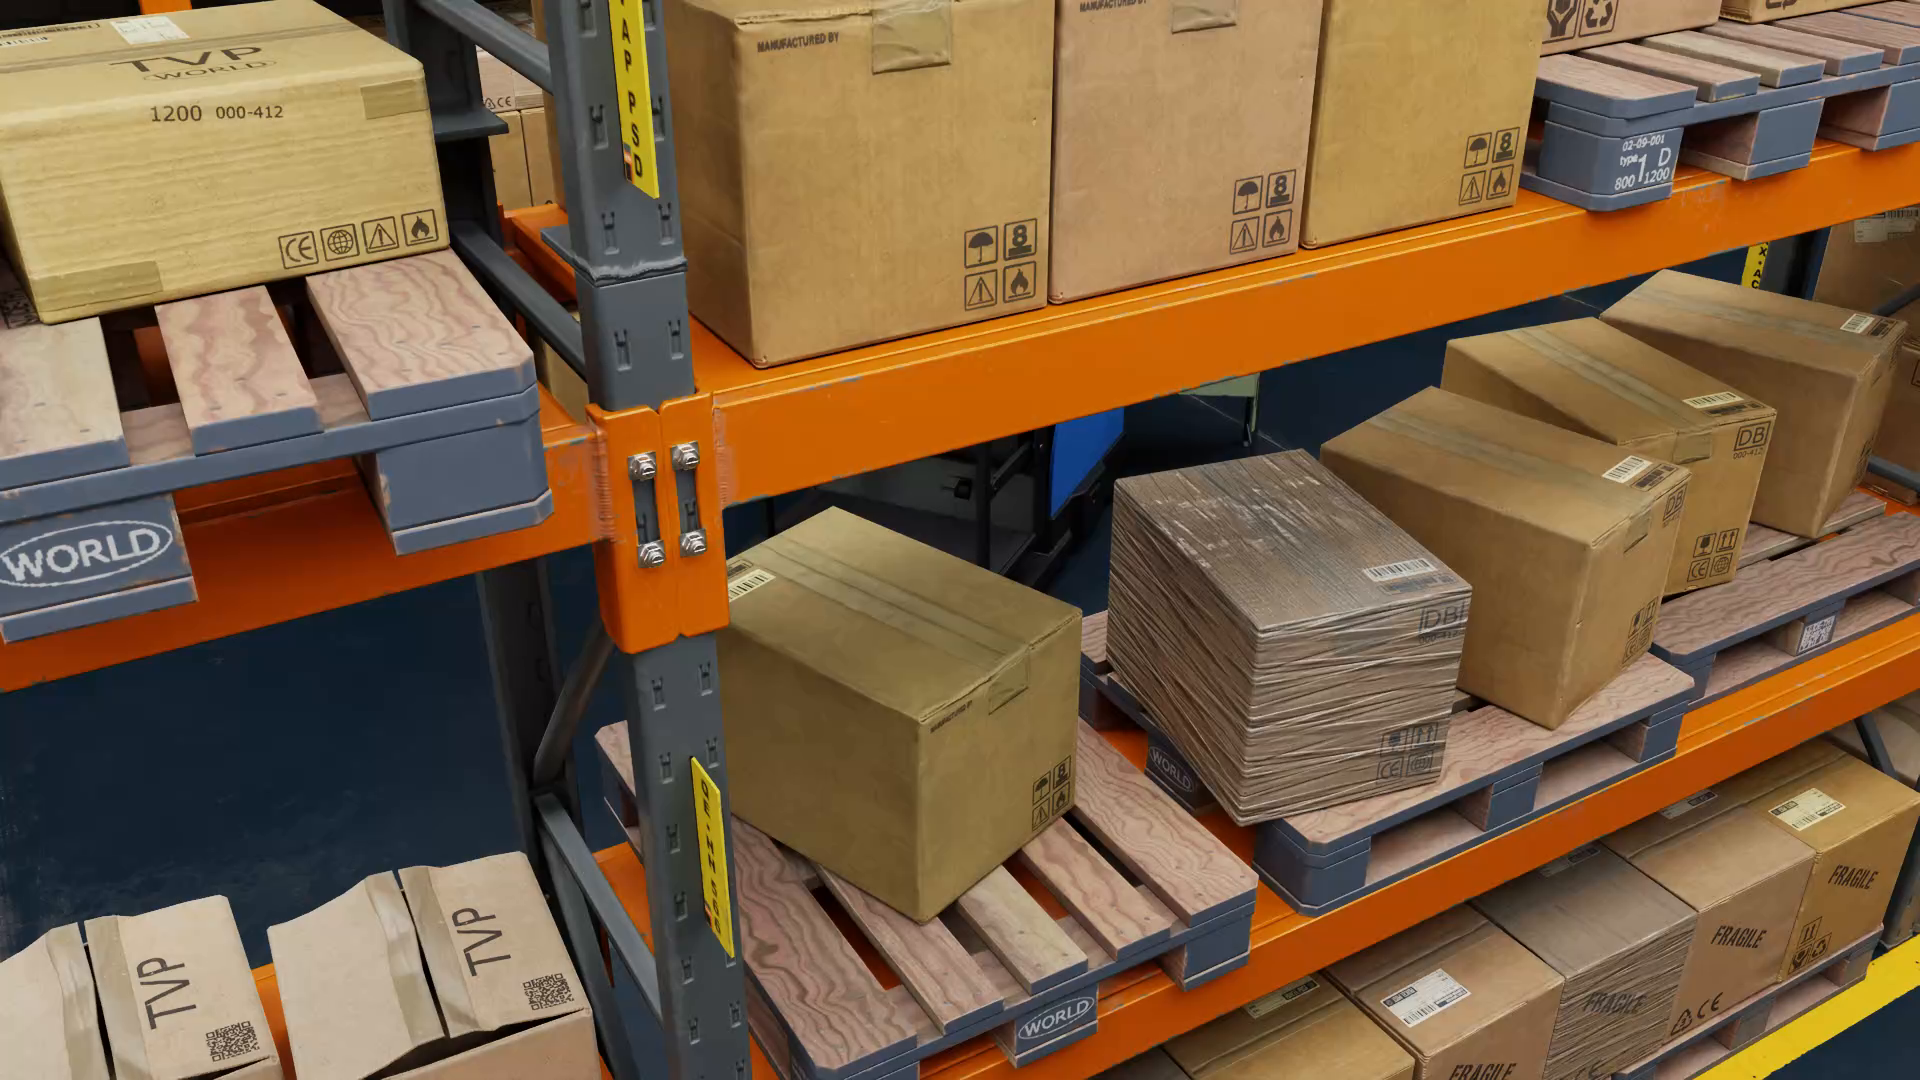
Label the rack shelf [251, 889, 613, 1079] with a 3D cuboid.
[{"bbox_3d":[-2.388,1.572,2.541,4.000,0.370,1.077,-16,33,-26],"label":"rack shelf"}]

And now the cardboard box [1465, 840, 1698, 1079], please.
[{"bbox_3d":[1.641,1.171,4.656,0.500,0.500,0.500,-15,32,-26],"label":"cardboard box"}]

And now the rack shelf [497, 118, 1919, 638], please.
[{"bbox_3d":[1.060,-0.720,3.591,4.000,0.370,1.077,-16,33,-26],"label":"rack shelf"}]

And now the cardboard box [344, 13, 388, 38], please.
[{"bbox_3d":[-2.469,-2.150,7.334,0.500,0.250,0.500,-17,33,-28],"label":"cardboard box"}]

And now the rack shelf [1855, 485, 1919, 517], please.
[{"bbox_3d":[4.509,-0.386,6.090,4.000,0.370,1.077,-16,33,-26],"label":"rack shelf"}]

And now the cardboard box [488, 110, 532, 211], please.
[{"bbox_3d":[-2.172,-1.614,7.139,0.500,0.500,0.500,-15,32,-25],"label":"cardboard box"}]

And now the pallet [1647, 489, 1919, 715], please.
[{"bbox_3d":[2.040,0.023,4.803,1.213,0.211,1.003,-16,33,-26],"label":"pallet"}]

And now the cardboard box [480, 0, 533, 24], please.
[{"bbox_3d":[-2.025,-2.275,7.559,0.500,0.250,0.500,-17,33,-28],"label":"cardboard box"}]

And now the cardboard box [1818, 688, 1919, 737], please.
[{"bbox_3d":[3.132,0.433,5.993,0.500,0.500,0.500,-16,33,-26],"label":"cardboard box"}]

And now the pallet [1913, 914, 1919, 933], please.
[{"bbox_3d":[3.377,0.842,6.006,1.213,0.211,1.003,-16,33,-26],"label":"pallet"}]

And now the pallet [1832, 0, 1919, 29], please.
[{"bbox_3d":[2.187,-1.312,4.113,1.003,0.211,1.213,-16,33,-26],"label":"pallet"}]

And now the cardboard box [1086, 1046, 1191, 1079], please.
[{"bbox_3d":[0.322,1.547,3.975,0.500,0.500,0.500,-17,33,-28],"label":"cardboard box"}]

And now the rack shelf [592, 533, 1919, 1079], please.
[{"bbox_3d":[1.060,0.593,4.315,4.000,0.370,1.077,-16,33,-26],"label":"rack shelf"}]

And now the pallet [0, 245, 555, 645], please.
[{"bbox_3d":[-1.204,-0.260,2.207,1.003,0.211,1.213,-14,32,-24],"label":"pallet"}]

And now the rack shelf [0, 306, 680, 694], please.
[{"bbox_3d":[-2.388,0.259,1.816,4.000,0.370,1.077,-16,33,-26],"label":"rack shelf"}]

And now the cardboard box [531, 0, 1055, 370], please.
[{"bbox_3d":[-0.305,-0.710,2.724,0.500,0.500,0.910,-16,33,-26],"label":"cardboard box"}]

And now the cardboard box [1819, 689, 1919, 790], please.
[{"bbox_3d":[3.256,0.761,5.595,0.500,0.311,0.500,-16,33,-26],"label":"cardboard box"}]

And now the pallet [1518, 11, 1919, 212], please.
[{"bbox_3d":[1.294,-1.057,3.651,1.003,0.211,1.213,-16,33,-26],"label":"pallet"}]

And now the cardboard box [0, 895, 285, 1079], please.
[{"bbox_3d":[-1.533,0.945,3.025,0.500,0.311,0.500,-16,33,-27],"label":"cardboard box"}]

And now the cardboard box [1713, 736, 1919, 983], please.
[{"bbox_3d":[2.504,0.931,5.091,0.500,0.500,0.500,-16,33,-27],"label":"cardboard box"}]

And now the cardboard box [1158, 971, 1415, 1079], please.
[{"bbox_3d":[0.757,1.426,4.193,0.500,0.500,0.500,-16,33,-27],"label":"cardboard box"}]

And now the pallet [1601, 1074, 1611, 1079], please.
[{"bbox_3d":[1.050,1.525,4.768,1.213,0.211,1.003,-16,33,-26],"label":"pallet"}]

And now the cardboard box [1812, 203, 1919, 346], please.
[{"bbox_3d":[3.090,-0.925,5.183,0.500,0.500,0.500,-16,33,-26],"label":"cardboard box"}]

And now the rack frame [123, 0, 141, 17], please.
[{"bbox_3d":[-3.177,-1.295,6.992,0.127,3.000,1.000,-16,33,-26],"label":"rack frame"}]

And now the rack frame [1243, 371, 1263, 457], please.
[{"bbox_3d":[1.475,-1.081,8.157,0.023,1.500,0.400,2,29,3],"label":"rack frame"}]

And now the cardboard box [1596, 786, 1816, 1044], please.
[{"bbox_3d":[2.074,1.048,4.878,0.500,0.500,0.500,-16,33,-26],"label":"cardboard box"}]

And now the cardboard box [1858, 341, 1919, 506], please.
[{"bbox_3d":[3.086,-0.484,5.420,0.500,0.500,0.500,-15,32,-26],"label":"cardboard box"}]

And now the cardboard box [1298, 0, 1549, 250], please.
[{"bbox_3d":[0.583,-0.962,3.181,0.500,0.500,0.910,-16,33,-26],"label":"cardboard box"}]

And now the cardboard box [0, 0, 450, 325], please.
[{"bbox_3d":[-1.027,-0.529,2.221,0.500,0.250,0.500,-19,34,-30],"label":"cardboard box"}]

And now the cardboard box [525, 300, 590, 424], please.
[{"bbox_3d":[-1.718,-0.875,8.021,0.750,0.750,0.750,-16,33,-27],"label":"cardboard box"}]

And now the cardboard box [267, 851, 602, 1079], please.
[{"bbox_3d":[-1.000,0.878,3.148,0.500,0.311,0.500,-14,32,-23],"label":"cardboard box"}]

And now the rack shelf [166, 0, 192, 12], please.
[{"bbox_3d":[-1.452,-2.783,7.328,4.000,0.370,1.077,-16,33,-26],"label":"rack shelf"}]

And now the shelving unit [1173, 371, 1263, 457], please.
[{"bbox_3d":[1.110,-1.093,8.178,0.755,1.500,0.431,2,29,3],"label":"shelving unit"}]

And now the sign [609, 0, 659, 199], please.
[{"bbox_3d":[-0.390,-0.573,1.963,0.005,0.325,0.100,-16,33,-26],"label":"sign"}]

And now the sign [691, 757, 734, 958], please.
[{"bbox_3d":[-0.380,0.491,2.557,0.005,0.325,0.100,-16,33,-26],"label":"sign"}]

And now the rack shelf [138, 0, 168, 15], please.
[{"bbox_3d":[-4.901,-1.804,5.554,4.000,0.370,1.077,-16,33,-26],"label":"rack shelf"}]

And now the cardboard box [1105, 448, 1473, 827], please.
[{"bbox_3d":[0.707,0.195,3.755,0.500,0.500,0.700,-10,30,-17],"label":"cardboard box"}]

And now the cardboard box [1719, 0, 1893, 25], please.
[{"bbox_3d":[1.748,-1.530,3.673,0.600,0.600,0.600,-16,33,-27],"label":"cardboard box"}]

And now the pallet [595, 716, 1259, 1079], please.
[{"bbox_3d":[-0.115,0.657,3.654,1.003,0.211,1.213,-16,33,-26],"label":"pallet"}]

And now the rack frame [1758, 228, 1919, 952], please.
[{"bbox_3d":[2.785,-0.211,5.029,0.127,3.000,1.000,-16,33,-26],"label":"rack frame"}]

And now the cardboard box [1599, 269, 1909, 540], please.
[{"bbox_3d":[2.263,-0.416,4.862,0.700,0.500,0.500,22,36,34],"label":"cardboard box"}]

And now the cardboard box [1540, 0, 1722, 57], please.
[{"bbox_3d":[1.165,-1.376,3.393,0.600,0.600,0.600,-17,33,-28],"label":"cardboard box"}]

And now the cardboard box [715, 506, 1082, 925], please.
[{"bbox_3d":[-0.178,0.339,3.493,0.700,0.500,0.500,22,36,34],"label":"cardboard box"}]

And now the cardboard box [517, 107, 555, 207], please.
[{"bbox_3d":[-1.744,-1.735,7.358,0.500,0.500,0.500,-16,33,-27],"label":"cardboard box"}]

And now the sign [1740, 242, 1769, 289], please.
[{"bbox_3d":[2.503,-0.815,5.226,0.005,0.325,0.100,-16,33,-26],"label":"sign"}]

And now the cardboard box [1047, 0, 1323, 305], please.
[{"bbox_3d":[0.135,-0.835,2.951,0.500,0.500,0.910,-16,33,-26],"label":"cardboard box"}]

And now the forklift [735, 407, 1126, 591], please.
[{"bbox_3d":[-0.253,-1.007,6.542,1.130,2.935,3.031,12,31,21],"label":"forklift"}]

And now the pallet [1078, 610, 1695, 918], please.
[{"bbox_3d":[1.010,0.374,4.167,1.213,0.211,1.003,-16,33,-26],"label":"pallet"}]

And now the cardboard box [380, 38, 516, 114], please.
[{"bbox_3d":[-2.192,-1.942,6.956,0.500,0.250,0.500,-16,33,-27],"label":"cardboard box"}]

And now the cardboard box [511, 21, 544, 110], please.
[{"bbox_3d":[-1.763,-2.066,7.180,0.500,0.250,0.500,-16,33,-26],"label":"cardboard box"}]

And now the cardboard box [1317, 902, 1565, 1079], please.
[{"bbox_3d":[1.204,1.296,4.429,0.500,0.500,0.500,-17,33,-28],"label":"cardboard box"}]

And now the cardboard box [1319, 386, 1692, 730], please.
[{"bbox_3d":[1.293,0.019,4.073,0.700,0.500,0.500,26,38,38],"label":"cardboard box"}]

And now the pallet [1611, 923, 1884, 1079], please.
[{"bbox_3d":[2.103,1.224,5.313,1.213,0.211,1.003,-16,33,-26],"label":"pallet"}]

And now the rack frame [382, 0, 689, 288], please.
[{"bbox_3d":[-0.664,-1.859,1.805,0.127,3.000,1.000,-16,33,-26],"label":"rack frame"}]

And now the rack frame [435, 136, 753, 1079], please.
[{"bbox_3d":[-0.664,0.768,3.254,0.127,3.000,1.000,-16,33,-26],"label":"rack frame"}]

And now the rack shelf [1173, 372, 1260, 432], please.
[{"bbox_3d":[1.110,-0.807,8.336,0.720,0.370,0.431,2,29,3],"label":"rack shelf"}]

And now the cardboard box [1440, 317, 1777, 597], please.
[{"bbox_3d":[1.702,-0.222,4.509,0.500,0.500,0.700,-11,31,-19],"label":"cardboard box"}]
